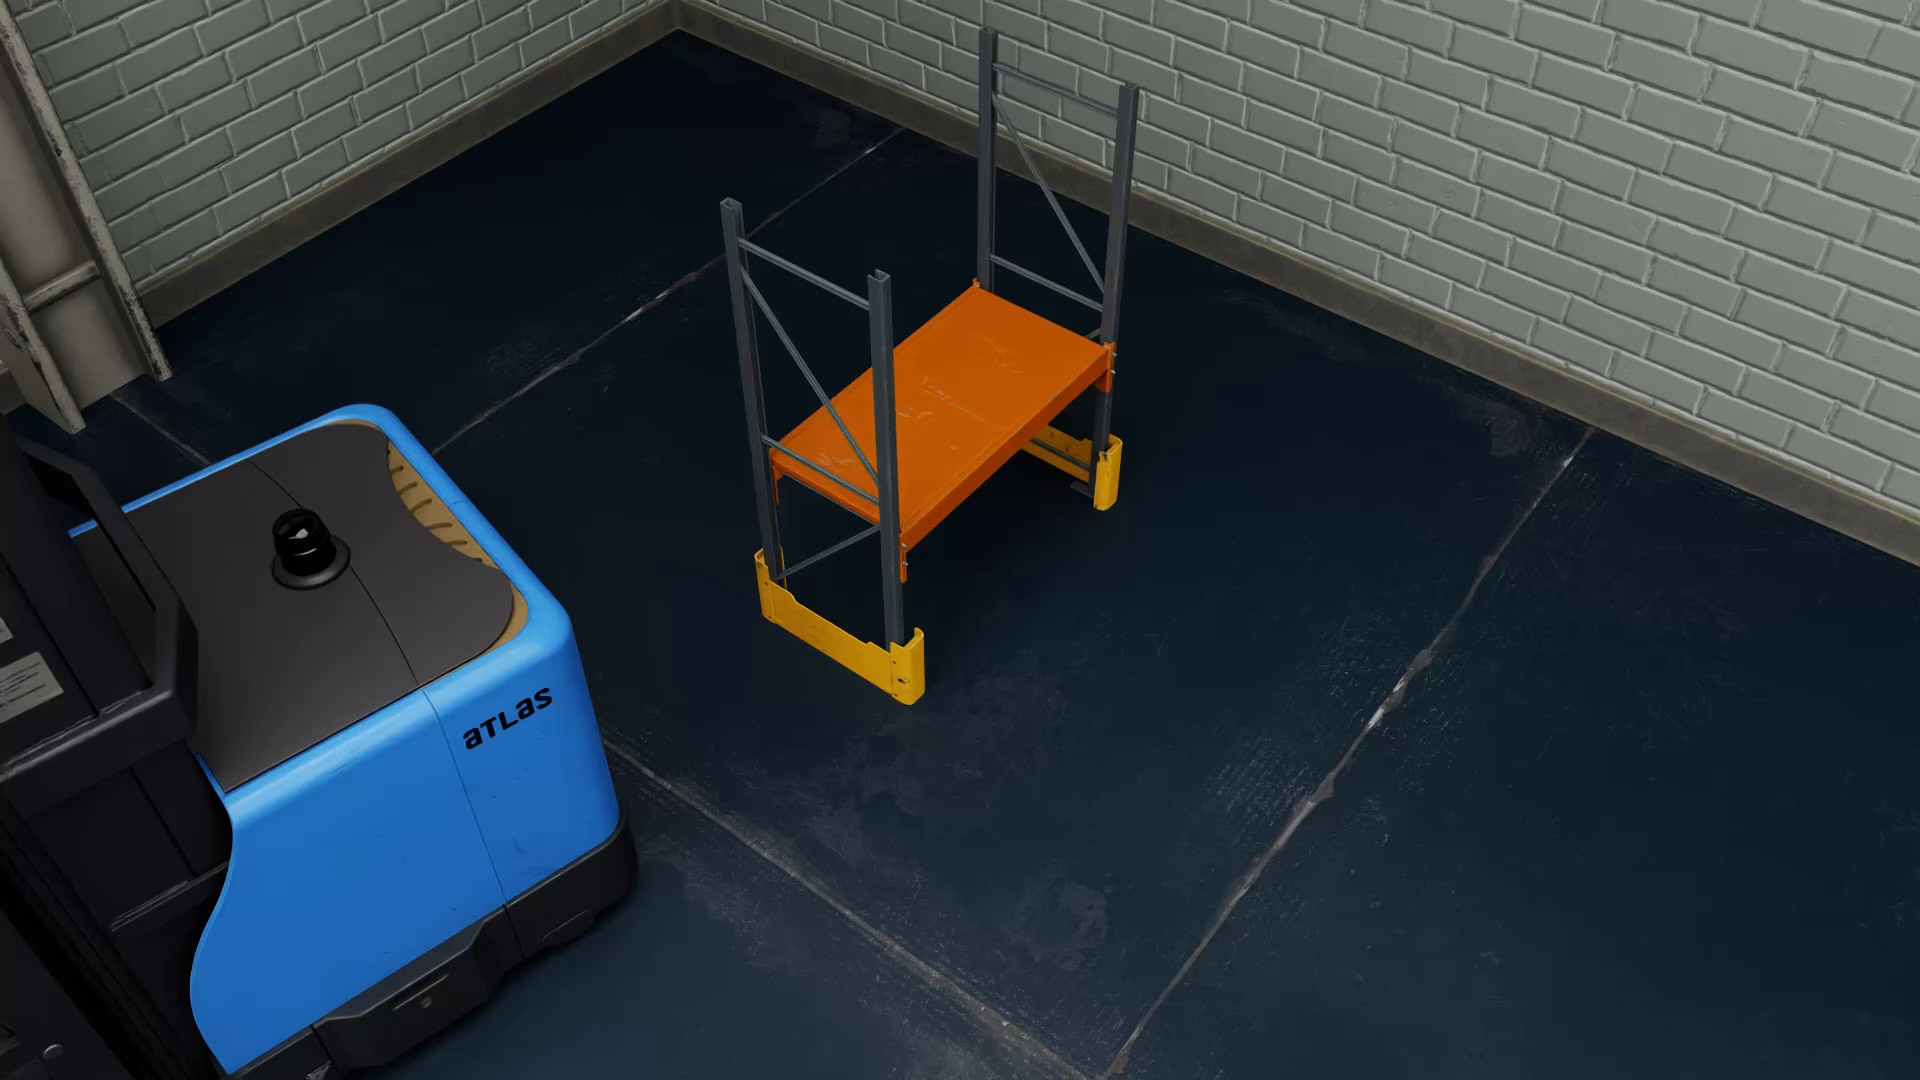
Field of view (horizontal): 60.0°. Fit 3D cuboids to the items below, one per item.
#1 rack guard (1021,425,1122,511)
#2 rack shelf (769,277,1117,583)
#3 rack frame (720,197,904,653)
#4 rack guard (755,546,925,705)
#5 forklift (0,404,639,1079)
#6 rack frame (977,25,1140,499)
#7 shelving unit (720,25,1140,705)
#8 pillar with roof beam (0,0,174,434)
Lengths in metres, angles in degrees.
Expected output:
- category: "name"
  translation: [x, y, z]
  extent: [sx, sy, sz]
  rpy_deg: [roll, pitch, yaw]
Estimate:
- category: "rack guard"
  translation: [0.258, -0.328, 5.390]
  extent: [0.587, 0.250, 0.087]
  rpy_deg: [29, 53, 25]
- category: "rack shelf"
  translation: [-0.052, -0.345, 4.791]
  extent: [0.538, 0.185, 1.000]
  rpy_deg: [29, 53, 25]
- category: "rack frame"
  translation: [-0.363, -0.178, 4.383]
  extent: [0.500, 1.500, 0.032]
  rpy_deg: [29, 53, 25]
- category: "rack guard"
  translation: [-0.351, 0.242, 4.846]
  extent: [0.587, 0.250, 0.087]
  rpy_deg: [29, 53, 25]
- category: "forklift"
  translation: [-2.297, 0.312, 2.925]
  extent: [3.031, 2.935, 1.130]
  rpy_deg: [-31, 54, -26]
- category: "rack frame"
  translation: [0.259, -0.760, 4.939]
  extent: [0.500, 1.500, 0.032]
  rpy_deg: [29, 53, 25]
- category: "shelving unit"
  translation: [-0.047, -0.474, 4.666]
  extent: [0.587, 1.500, 1.083]
  rpy_deg: [29, 53, 25]
- category: "pillar with roof beam"
  translation: [0.423, -1.740, 0.689]
  extent: [9.100, 9.000, 0.400]
  rpy_deg: [29, 53, 25]
